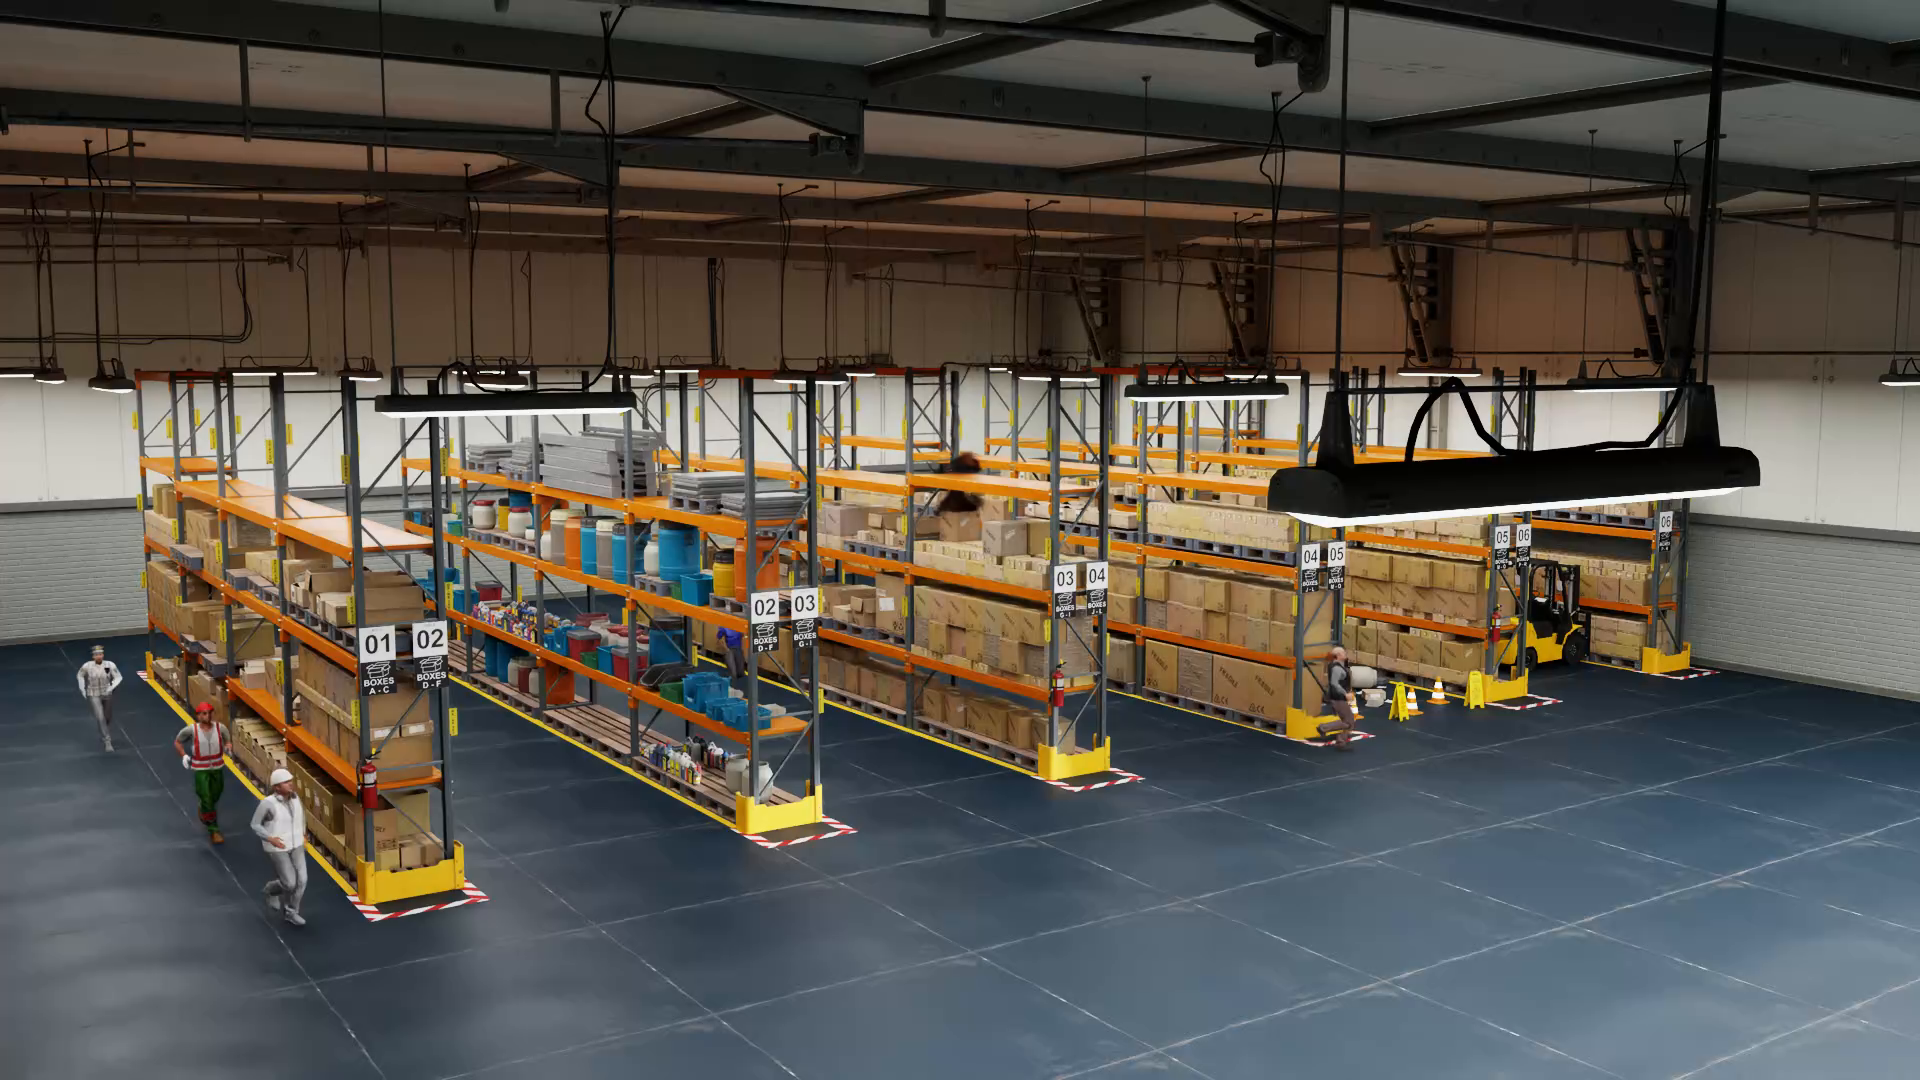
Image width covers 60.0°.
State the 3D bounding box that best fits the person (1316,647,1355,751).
[{"bbox_3d":[5.977,2.527,26.421,0.624,1.681,0.660,1,7,8],"label":"person"}]

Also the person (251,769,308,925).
[{"bbox_3d":[-7.537,3.402,18.494,0.562,1.750,0.692,4,8,32],"label":"person"}]

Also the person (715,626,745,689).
[{"bbox_3d":[-4.213,2.085,30.632,0.576,1.594,0.612,-4,8,-31],"label":"person"}]

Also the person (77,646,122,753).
[{"bbox_3d":[-13.776,2.500,26.661,0.638,1.688,0.941,-4,8,-31],"label":"person"}]

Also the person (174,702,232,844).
[{"bbox_3d":[-9.831,2.995,21.707,0.656,1.792,0.981,-6,9,-41],"label":"person"}]
